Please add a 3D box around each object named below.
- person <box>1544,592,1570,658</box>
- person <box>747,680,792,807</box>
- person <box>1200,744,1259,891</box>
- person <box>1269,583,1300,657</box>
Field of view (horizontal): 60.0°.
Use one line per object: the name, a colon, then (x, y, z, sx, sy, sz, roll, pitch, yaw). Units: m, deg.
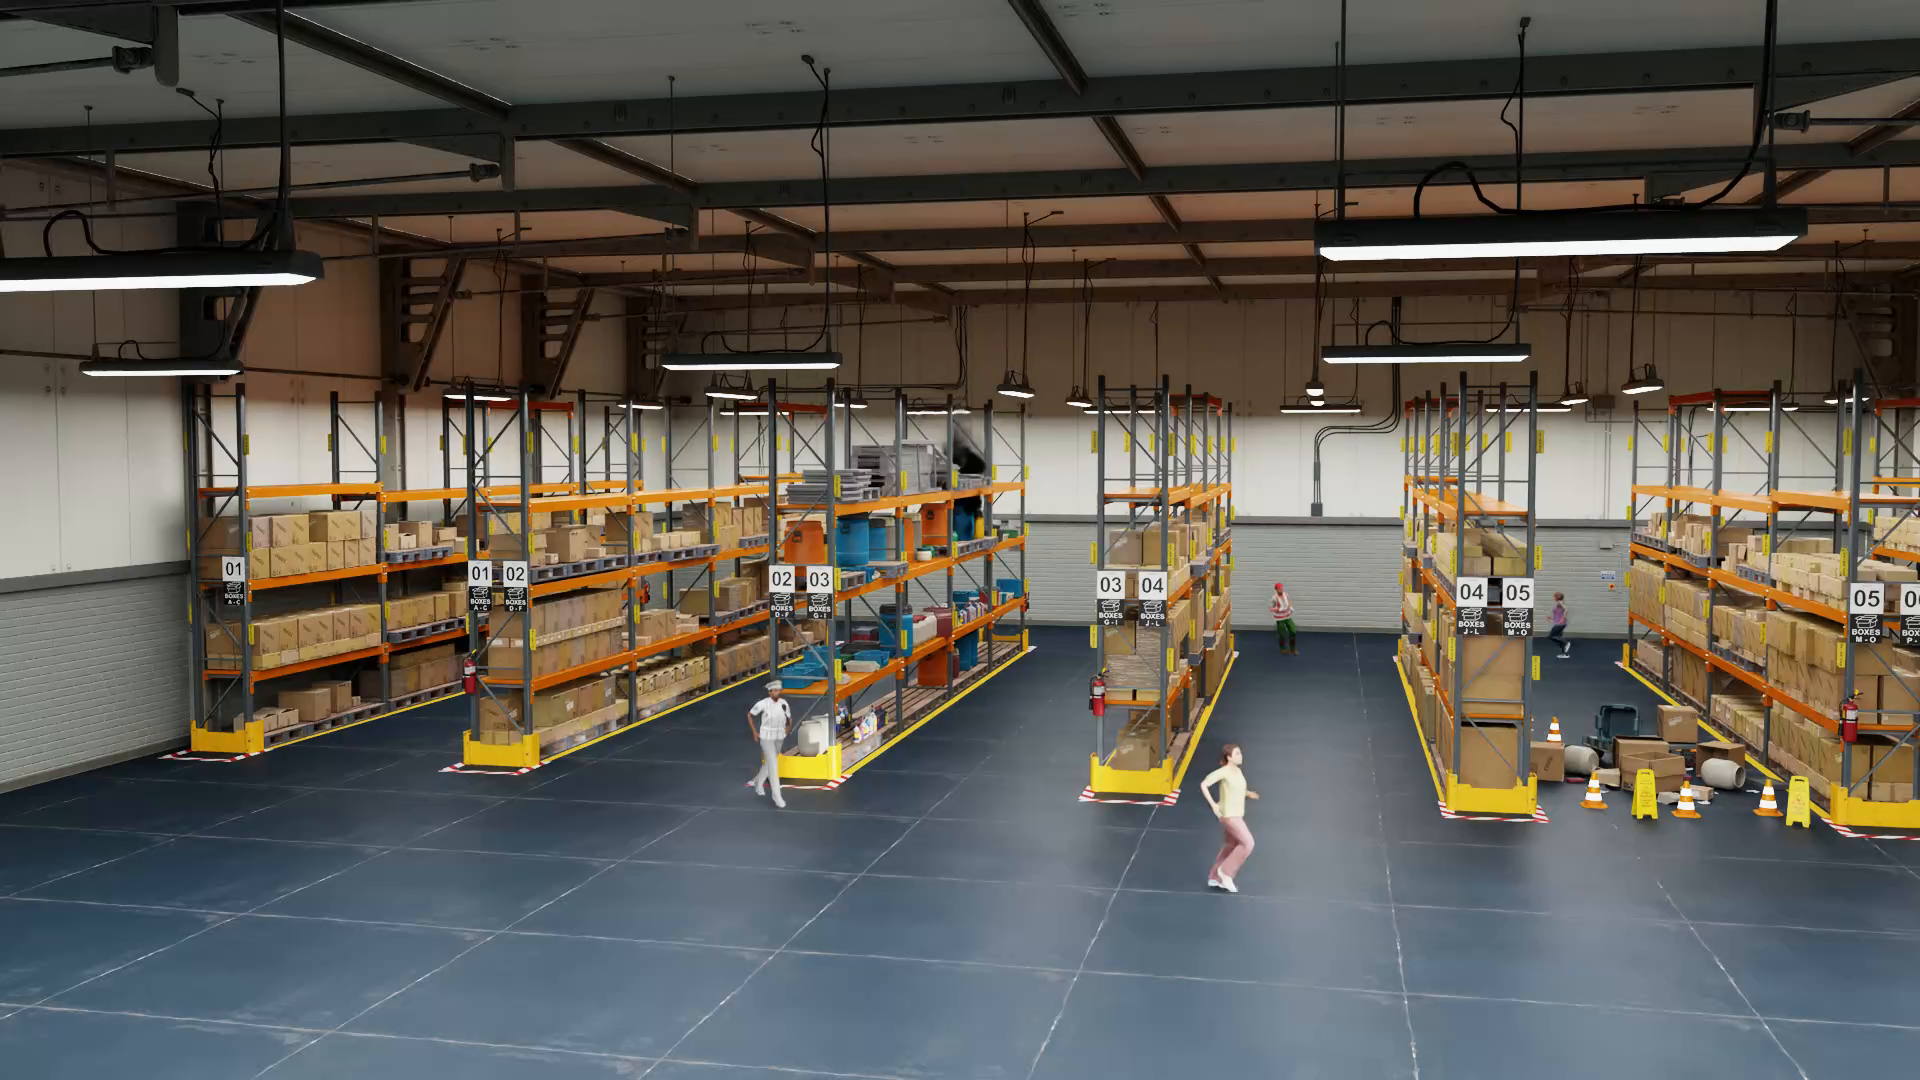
person: (14.030, 1.992, 39.046, 0.600, 1.551, 0.565, 1, 3, 19)
person: (-2.623, 2.811, 23.355, 0.589, 1.714, 0.880, -3, 4, -42)
person: (3.060, 3.096, 18.604, 0.599, 1.639, 0.565, 2, 4, 33)
person: (7.654, 1.882, 39.402, 0.780, 1.773, 0.753, -1, 3, -17)
